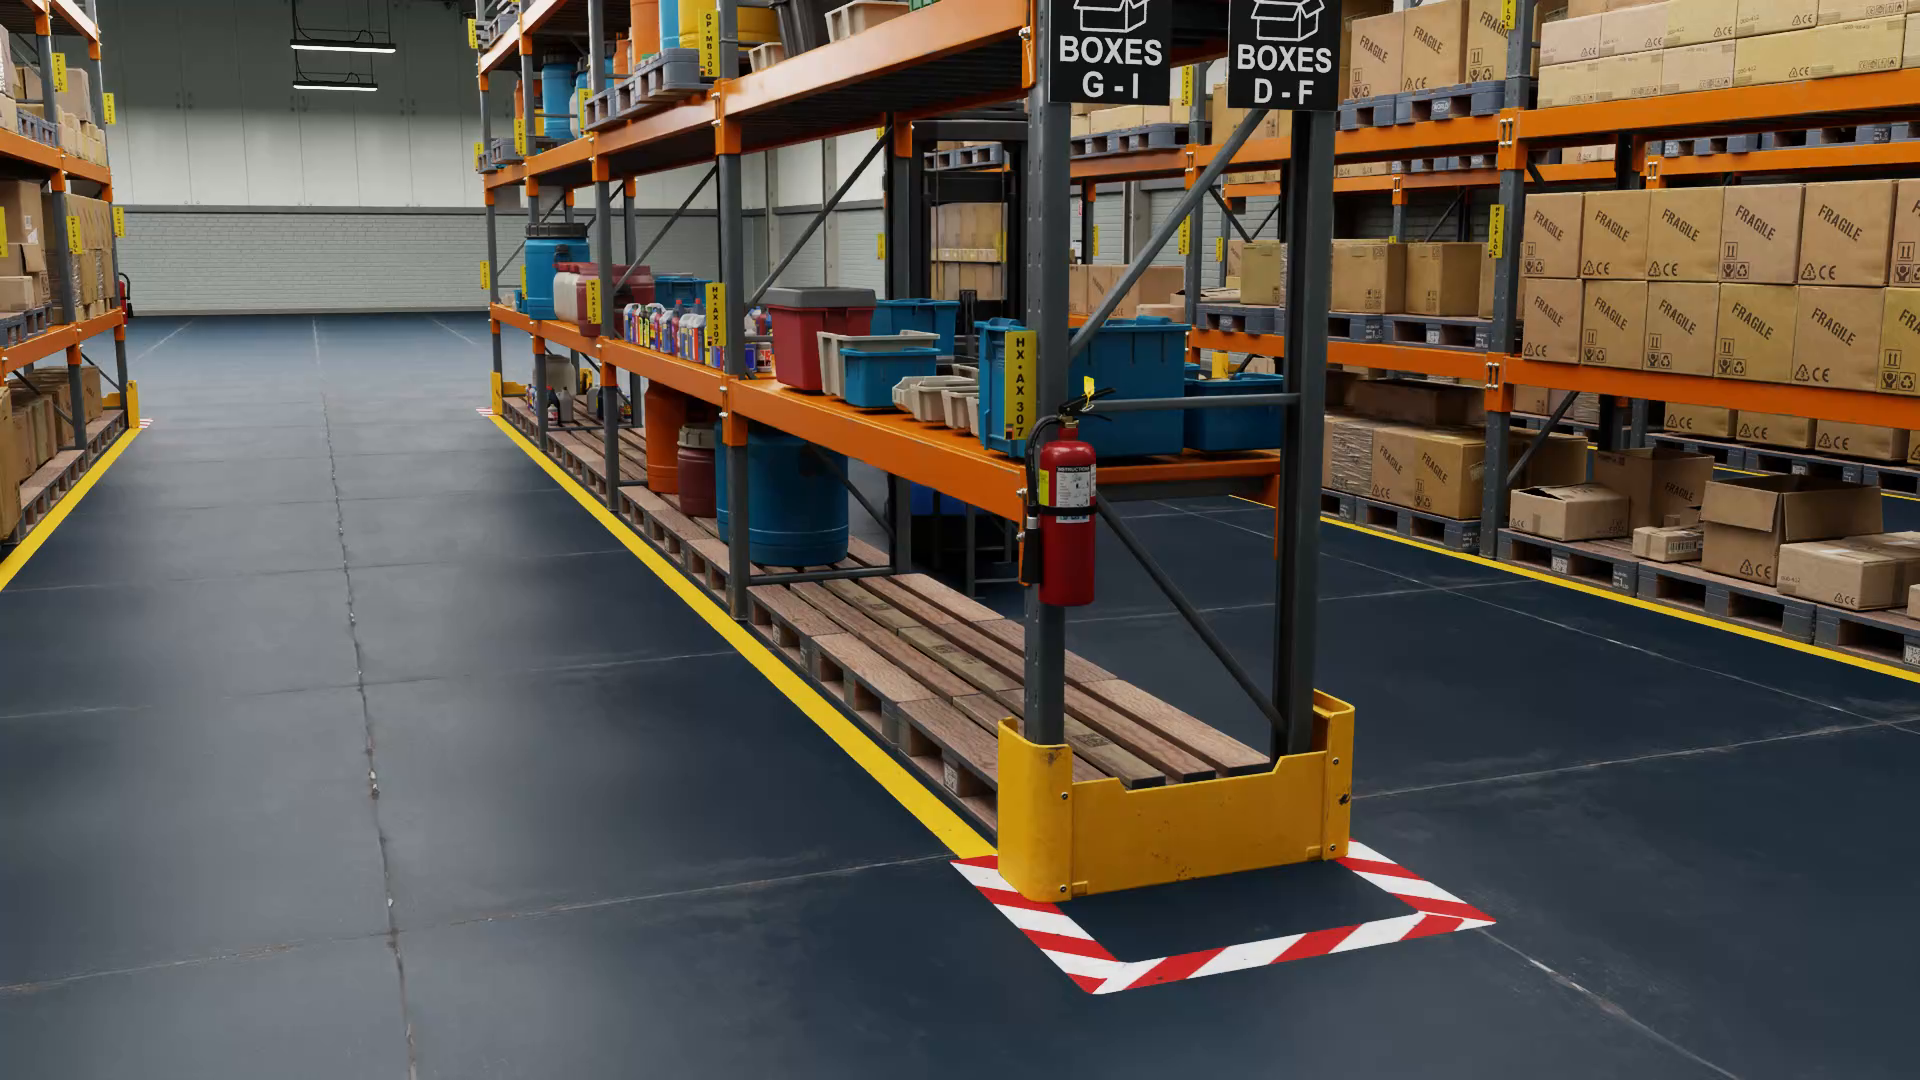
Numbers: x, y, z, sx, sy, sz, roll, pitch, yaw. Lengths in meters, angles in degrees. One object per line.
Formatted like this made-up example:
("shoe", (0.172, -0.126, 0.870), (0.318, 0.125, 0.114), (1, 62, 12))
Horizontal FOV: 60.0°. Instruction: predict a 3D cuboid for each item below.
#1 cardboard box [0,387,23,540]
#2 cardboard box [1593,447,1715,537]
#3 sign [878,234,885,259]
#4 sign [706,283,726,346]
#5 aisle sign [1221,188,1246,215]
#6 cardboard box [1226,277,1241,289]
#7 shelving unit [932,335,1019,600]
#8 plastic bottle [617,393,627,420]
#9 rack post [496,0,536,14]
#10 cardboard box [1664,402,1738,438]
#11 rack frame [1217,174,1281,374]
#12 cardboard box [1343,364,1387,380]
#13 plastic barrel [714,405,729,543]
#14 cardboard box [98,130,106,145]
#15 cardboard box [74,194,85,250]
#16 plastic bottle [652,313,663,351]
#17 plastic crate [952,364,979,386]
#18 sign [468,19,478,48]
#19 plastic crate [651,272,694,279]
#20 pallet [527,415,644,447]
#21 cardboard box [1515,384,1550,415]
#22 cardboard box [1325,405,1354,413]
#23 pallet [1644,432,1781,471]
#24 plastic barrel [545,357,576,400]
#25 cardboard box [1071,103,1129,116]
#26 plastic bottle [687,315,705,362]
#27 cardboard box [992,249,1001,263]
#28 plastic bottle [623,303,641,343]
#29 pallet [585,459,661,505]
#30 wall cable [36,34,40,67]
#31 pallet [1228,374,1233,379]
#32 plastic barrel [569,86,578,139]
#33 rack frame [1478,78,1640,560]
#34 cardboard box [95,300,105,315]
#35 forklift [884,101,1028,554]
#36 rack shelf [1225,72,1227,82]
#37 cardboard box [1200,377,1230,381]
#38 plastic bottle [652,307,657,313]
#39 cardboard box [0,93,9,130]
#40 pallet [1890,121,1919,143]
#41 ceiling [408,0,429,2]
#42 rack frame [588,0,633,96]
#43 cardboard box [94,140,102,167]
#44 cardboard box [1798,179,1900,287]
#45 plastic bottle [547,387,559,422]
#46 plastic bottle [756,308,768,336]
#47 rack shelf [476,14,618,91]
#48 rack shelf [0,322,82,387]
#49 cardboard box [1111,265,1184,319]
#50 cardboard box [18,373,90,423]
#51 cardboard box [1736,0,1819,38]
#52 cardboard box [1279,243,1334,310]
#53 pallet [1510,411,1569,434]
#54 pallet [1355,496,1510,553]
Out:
("cardboard box", (-6.596, -0.460, 10.310), (1.225, 0.875, 0.875), (-4, 11, -24))
("cardboard box", (4.328, -0.300, 10.421), (0.500, 0.500, 0.500), (-4, 11, -21))
("sign", (-1.010, -3.778, 21.398), (0.100, 0.325, 0.005), (-4, 11, -21))
("sign", (-1.274, -1.177, 8.680), (0.100, 0.325, 0.005), (-4, 11, -21))
("aisle sign", (3.819, -4.935, 23.176), (0.394, 0.787, 0.004), (-4, 11, -21))
("cardboard box", (4.006, -3.499, 22.895), (0.500, 0.250, 0.500), (-4, 11, -23))
("shelving unit", (0.180, -0.493, 9.911), (0.538, 1.500, 1.048), (-2, 10, -11))
("plastic bottle", (-3.509, -1.387, 17.175), (0.152, 0.276, 0.135), (-3, 11, -19))
("rack post", (-4.378, -5.636, 17.624), (0.937, 0.300, 0.954), (-4, 11, -22))
("cardboard box", (7.168, -1.377, 15.533), (0.750, 0.750, 0.750), (-4, 11, -22))
("rack frame", (4.125, -3.662, 23.444), (1.000, 3.000, 0.127), (-4, 11, -21))
("cardboard box", (5.161, -2.162, 20.892), (0.500, 0.500, 0.500), (-5, 11, -25))
("plastic barrel", (-1.198, -0.454, 10.200), (0.600, 0.901, 0.708), (-4, 11, -21))
("cardboard box", (-9.334, -4.293, 17.715), (0.380, 0.149, 0.250), (-4, 11, -21))
("cardboard box", (-8.384, -2.925, 15.312), (0.500, 0.500, 0.500), (-4, 11, -21))
("plastic bottle", (-2.003, -1.402, 11.103), (0.097, 0.271, 0.097), (0, 10, 0))
("plastic crate", (0.151, -0.710, 7.425), (0.293, 0.136, 0.466), (-4, 11, -21))
("sign", (-5.623, -5.850, 19.210), (0.100, 0.325, 0.005), (-4, 11, -21))
("plastic crate", (-2.510, -2.043, 14.155), (0.402, 0.464, 0.583), (-4, 11, -21))
("pallet", (-3.864, -1.120, 17.115), (1.003, 0.211, 1.213), (-4, 11, -21))
("cardboard box", (6.430, -1.627, 17.886), (0.700, 0.500, 0.500), (-4, 11, -21))
("cardboard box", (3.153, -0.805, 13.264), (0.500, 0.500, 0.500), (-4, 11, -23))
("pallet", (7.239, -0.850, 15.597), (1.003, 0.211, 1.213), (-4, 11, -21))
("plastic barrel", (-4.618, -1.831, 19.054), (0.421, 0.512, 0.421), (0, 10, 0))
("cardboard box", (1.373, -4.479, 16.557), (0.500, 0.500, 0.500), (-3, 10, -15))
("plastic bottle", (-1.568, -1.222, 10.077), (0.152, 0.276, 0.135), (-4, 11, -21))
("cardboard box", (0.573, -3.134, 18.338), (0.380, 0.149, 0.250), (-4, 11, -22))
("plastic bottle", (-2.354, -1.576, 12.067), (0.152, 0.276, 0.135), (-4, 11, -21))
("pallet", (-2.454, -0.484, 13.538), (1.003, 0.211, 1.213), (-4, 11, -21))
("wall cable", (-26.027, -12.293, 45.126), (2.305, 6.003, 0.169), (-4, 11, -21))
("pallet", (4.414, -2.142, 22.861), (1.003, 0.211, 1.213), (-4, 11, -21))
("plastic barrel", (-3.632, -4.202, 16.395), (0.421, 0.512, 0.421), (0, 10, 0))
("rack frame", (3.858, -1.389, 10.662), (1.000, 3.000, 0.127), (-4, 11, -21))
("cardboard box", (-8.788, -2.324, 16.638), (0.380, 0.149, 0.250), (-4, 11, -21))
("forklift", (0.021, -1.562, 11.833), (1.130, 2.935, 3.031), (-1, 10, -4))
("rack shelf", (4.850, -5.934, 21.147), (1.077, 0.370, 4.000), (-4, 11, -21))
("cardboard box", (2.294, -1.360, 15.552), (0.500, 0.311, 0.500), (-4, 11, -22))
("plastic bottle", (-2.114, -1.481, 11.549), (0.097, 0.271, 0.097), (0, 10, 0))
("cardboard box", (-6.945, -2.993, 11.545), (0.500, 0.250, 0.500), (-4, 11, -19))
("pallet", (8.095, -3.233, 13.011), (0.805, 0.209, 1.217), (-4, 11, -23))
("ceiling", (-14.554, -16.406, 52.259), (6.000, 0.001, 6.000), (-4, 11, -21))
("rack frame", (-2.210, -4.682, 12.043), (1.000, 3.000, 0.127), (-4, 11, -21))
("cardboard box", (-9.130, -3.978, 17.084), (0.500, 0.250, 0.500), (-4, 11, -21))
("cardboard box", (4.513, -1.499, 8.143), (0.500, 0.500, 0.500), (-4, 11, -19))
("plastic bottle", (-4.161, -1.380, 16.921), (0.144, 0.351, 0.185), (-4, 11, -22))
("plastic bottle", (-1.319, -1.406, 11.090), (0.061, 0.283, 0.133), (-4, 11, -21))
("rack shelf", (-4.384, -5.110, 17.647), (1.077, 0.370, 4.000), (-4, 11, -21))
("rack shelf", (-7.551, -1.386, 12.700), (1.077, 0.370, 4.000), (-4, 11, -21))
("cardboard box", (1.785, -2.364, 15.858), (0.500, 0.500, 0.500), (-5, 11, -24))
("cardboard box", (-9.057, -1.394, 16.628), (0.500, 0.500, 0.500), (-3, 10, -16))
("cardboard box", (4.337, -2.697, 8.454), (0.500, 0.250, 0.500), (-4, 11, -21))
("cardboard box", (2.895, -2.041, 12.842), (0.700, 0.500, 0.500), (-2, 10, -10))
("pallet", (6.304, -1.310, 18.183), (1.003, 0.211, 1.213), (-4, 11, -21))
("pallet", (3.528, -0.146, 11.639), (1.003, 0.211, 1.213), (-4, 11, -21))
